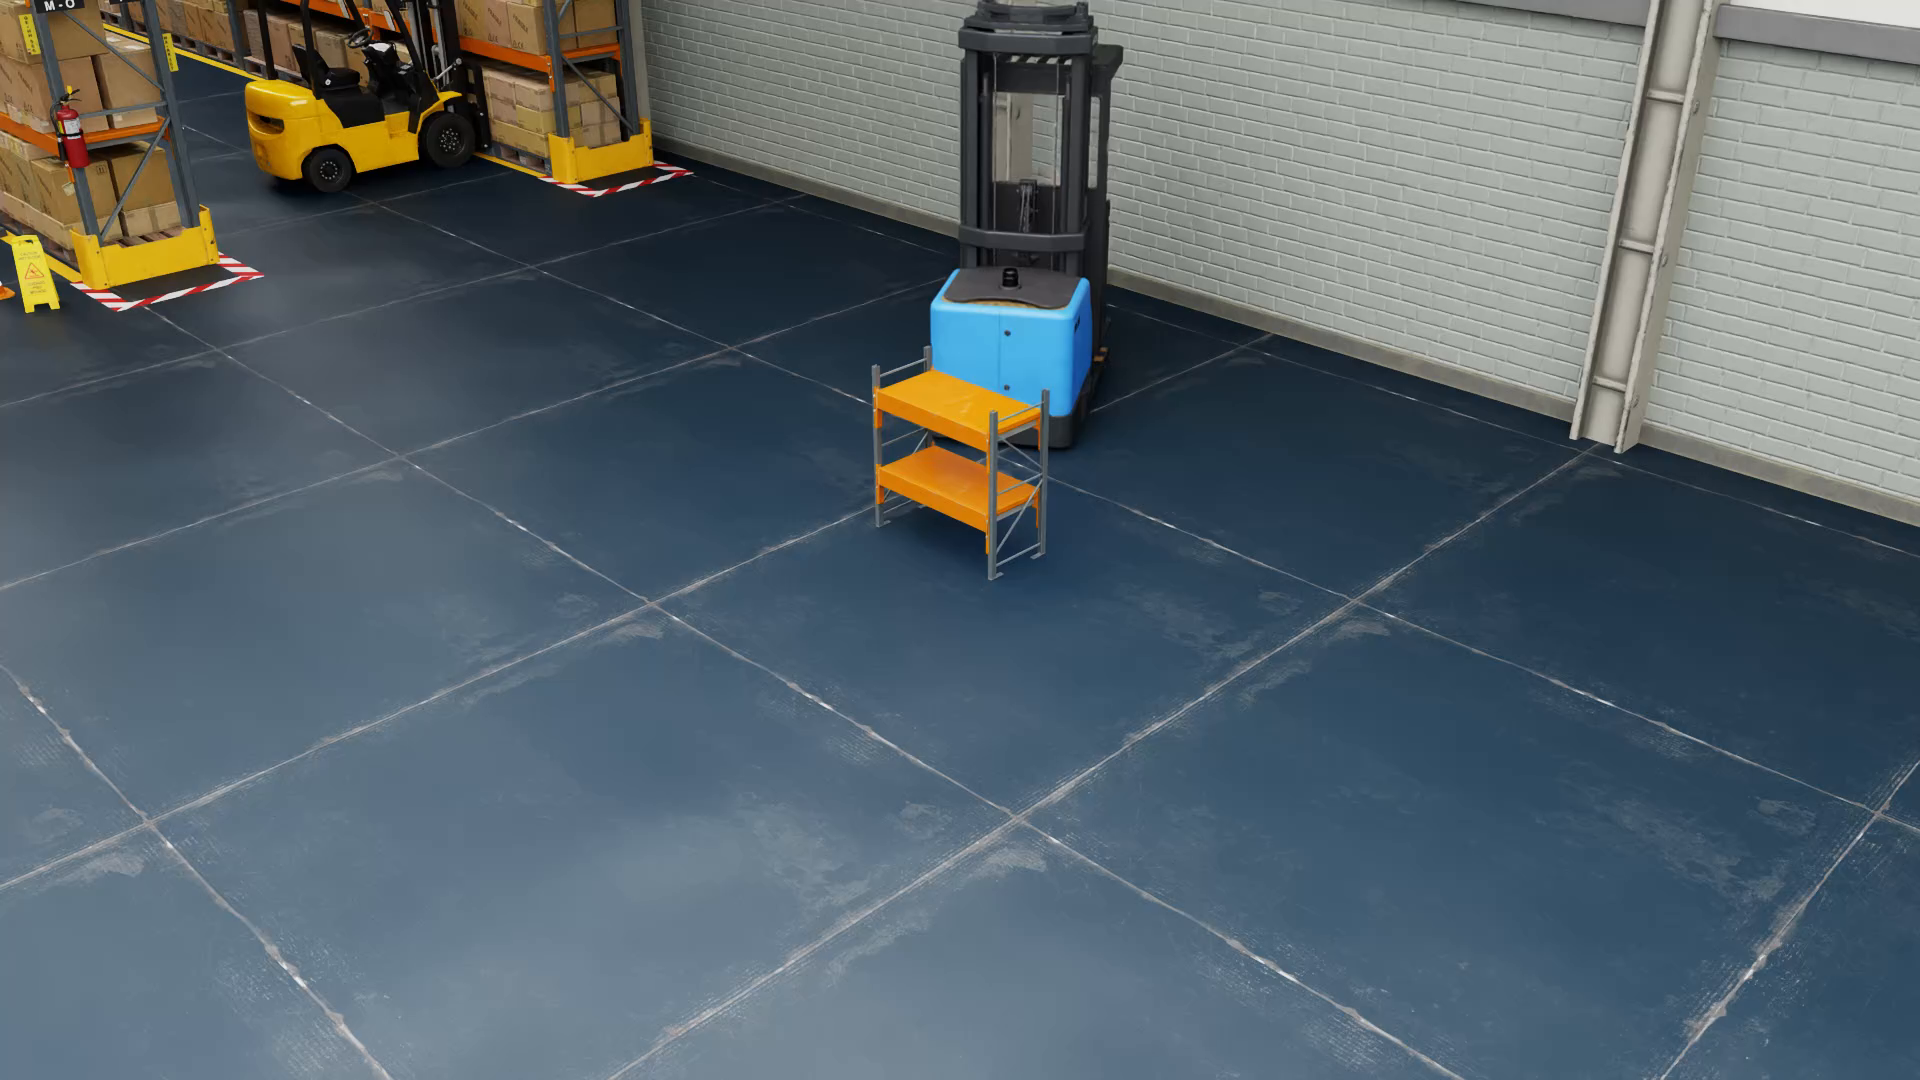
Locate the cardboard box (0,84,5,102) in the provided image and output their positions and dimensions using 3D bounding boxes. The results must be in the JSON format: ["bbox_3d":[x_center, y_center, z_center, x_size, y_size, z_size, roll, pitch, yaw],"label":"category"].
[{"bbox_3d":[-8.755,-4.393,15.448,0.500,0.500,0.500,24,36,38],"label":"cardboard box"}]

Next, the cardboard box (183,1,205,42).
[{"bbox_3d":[-10.871,-7.544,24.101,0.500,0.500,0.500,-23,36,-37],"label":"cardboard box"}]

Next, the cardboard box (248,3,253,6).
[{"bbox_3d":[-10.134,-7.538,24.090,0.500,0.500,0.500,25,37,39],"label":"cardboard box"}]

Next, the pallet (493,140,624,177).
[{"bbox_3d":[-4.564,-4.452,18.983,1.213,0.211,1.003,25,36,38],"label":"pallet"}]

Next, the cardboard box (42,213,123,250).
[{"bbox_3d":[-8.249,-2.953,15.640,0.500,0.250,0.500,24,36,38],"label":"cardboard box"}]

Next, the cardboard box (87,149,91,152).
[{"bbox_3d":[-8.241,-3.635,16.130,0.500,0.500,0.500,23,35,37],"label":"cardboard box"}]

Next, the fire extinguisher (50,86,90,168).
[{"bbox_3d":[-7.708,-3.578,14.407,0.183,0.674,0.296,25,36,38],"label":"fire extinguisher"}]

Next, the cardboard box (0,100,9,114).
[{"bbox_3d":[-8.844,-4.136,15.656,0.250,0.149,0.380,24,36,38],"label":"cardboard box"}]

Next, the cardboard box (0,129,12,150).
[{"bbox_3d":[-8.893,-3.832,15.808,0.380,0.149,0.250,-23,36,-37],"label":"cardboard box"}]

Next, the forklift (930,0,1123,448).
[{"bbox_3d":[0.595,-2.621,12.578,1.130,2.935,3.031,6,28,11],"label":"forklift"}]

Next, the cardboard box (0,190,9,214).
[{"bbox_3d":[-9.319,-3.451,16.587,0.500,0.250,0.500,24,36,38],"label":"cardboard box"}]

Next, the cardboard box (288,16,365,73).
[{"bbox_3d":[-8.307,-6.557,22.092,0.625,0.625,0.875,23,35,36],"label":"cardboard box"}]

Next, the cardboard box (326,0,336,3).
[{"bbox_3d":[-7.747,-6.929,20.859,0.500,0.250,0.500,24,36,38],"label":"cardboard box"}]

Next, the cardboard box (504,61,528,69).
[{"bbox_3d":[-4.907,-5.410,19.238,0.500,0.250,0.500,24,36,38],"label":"cardboard box"}]

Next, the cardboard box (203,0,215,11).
[{"bbox_3d":[-10.440,-7.583,23.480,0.250,0.149,0.380,22,35,36],"label":"cardboard box"}]

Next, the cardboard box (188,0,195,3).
[{"bbox_3d":[-10.932,-7.866,24.018,0.250,0.149,0.380,24,36,38],"label":"cardboard box"}]

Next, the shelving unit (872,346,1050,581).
[{"bbox_3d":[-0.005,-0.500,10.486,1.048,1.125,0.538,25,36,38],"label":"shelving unit"}]

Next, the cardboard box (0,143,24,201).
[{"bbox_3d":[-8.950,-3.614,16.091,0.500,0.500,0.500,24,36,37],"label":"cardboard box"}]

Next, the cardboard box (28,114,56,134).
[{"bbox_3d":[-8.142,-3.788,14.994,0.250,0.149,0.380,24,36,38],"label":"cardboard box"}]

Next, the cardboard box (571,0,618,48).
[{"bbox_3d":[-4.148,-5.749,18.346,0.500,0.500,0.500,-24,36,-38],"label":"cardboard box"}]

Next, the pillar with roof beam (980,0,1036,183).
[{"bbox_3d":[-2.594,-5.246,11.051,0.400,9.000,9.100,25,36,38],"label":"pillar with roof beam"}]

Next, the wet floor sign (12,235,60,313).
[{"bbox_3d":[-8.081,-2.343,14.506,0.267,0.644,0.232,-13,30,-22],"label":"wet floor sign"}]

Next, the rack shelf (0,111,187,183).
[{"bbox_3d":[-8.893,-4.136,16.160,4.000,0.370,1.077,25,36,38],"label":"rack shelf"}]

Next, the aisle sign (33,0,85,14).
[{"bbox_3d":[-7.626,-4.836,13.925,0.004,0.787,0.394,25,36,38],"label":"aisle sign"}]

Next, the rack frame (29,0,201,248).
[{"bbox_3d":[-7.467,-3.802,14.751,0.127,3.000,1.000,25,36,38],"label":"rack frame"}]

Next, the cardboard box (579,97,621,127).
[{"bbox_3d":[-4.179,-4.863,18.735,0.500,0.250,0.500,-25,36,-38],"label":"cardboard box"}]

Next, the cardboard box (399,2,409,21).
[{"bbox_3d":[-6.325,-6.404,19.592,0.500,0.500,0.500,-25,36,-38],"label":"cardboard box"}]

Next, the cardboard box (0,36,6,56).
[{"bbox_3d":[-8.340,-4.682,14.924,0.700,0.500,0.500,-25,37,-39],"label":"cardboard box"}]

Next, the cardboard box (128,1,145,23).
[{"bbox_3d":[-12.359,-8.213,25.374,0.500,0.500,0.500,-23,36,-37],"label":"cardboard box"}]

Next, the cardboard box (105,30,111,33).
[{"bbox_3d":[-8.346,-4.558,15.762,0.500,0.500,0.500,24,36,37],"label":"cardboard box"}]

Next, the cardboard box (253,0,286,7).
[{"bbox_3d":[-9.847,-7.701,23.704,0.380,0.149,0.250,-23,35,-37],"label":"cardboard box"}]

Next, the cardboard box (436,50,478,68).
[{"bbox_3d":[-5.996,-5.576,19.554,0.500,0.250,0.500,-24,36,-38],"label":"cardboard box"}]

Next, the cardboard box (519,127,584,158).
[{"bbox_3d":[-4.546,-4.468,18.521,0.500,0.250,0.500,25,37,39],"label":"cardboard box"}]

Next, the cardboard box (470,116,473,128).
[{"bbox_3d":[-5.630,-4.962,19.459,0.500,0.250,0.500,-24,36,-38],"label":"cardboard box"}]

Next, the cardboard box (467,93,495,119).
[{"bbox_3d":[-5.289,-5.024,19.042,0.500,0.250,0.500,24,36,37],"label":"cardboard box"}]

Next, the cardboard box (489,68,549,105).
[{"bbox_3d":[-4.905,-5.073,18.598,0.500,0.250,0.500,-25,36,-38],"label":"cardboard box"}]

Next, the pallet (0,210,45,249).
[{"bbox_3d":[-8.941,-3.267,16.731,1.213,0.211,1.003,25,36,38],"label":"pallet"}]

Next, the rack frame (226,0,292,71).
[{"bbox_3d":[-9.694,-8.061,22.850,0.127,3.000,1.000,25,36,38],"label":"rack frame"}]

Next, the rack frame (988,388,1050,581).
[{"bbox_3d":[0.358,-0.334,10.170,0.032,1.125,0.500,25,36,38],"label":"rack frame"}]

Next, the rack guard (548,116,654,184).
[{"bbox_3d":[-3.972,-4.336,18.453,0.348,0.500,1.175,25,36,38],"label":"rack guard"}]

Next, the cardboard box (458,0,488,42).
[{"bbox_3d":[-5.253,-5.908,18.648,0.500,0.500,0.500,24,36,37],"label":"cardboard box"}]

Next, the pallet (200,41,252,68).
[{"bbox_3d":[-10.200,-7.083,23.987,1.213,0.211,1.003,25,36,38],"label":"pallet"}]
